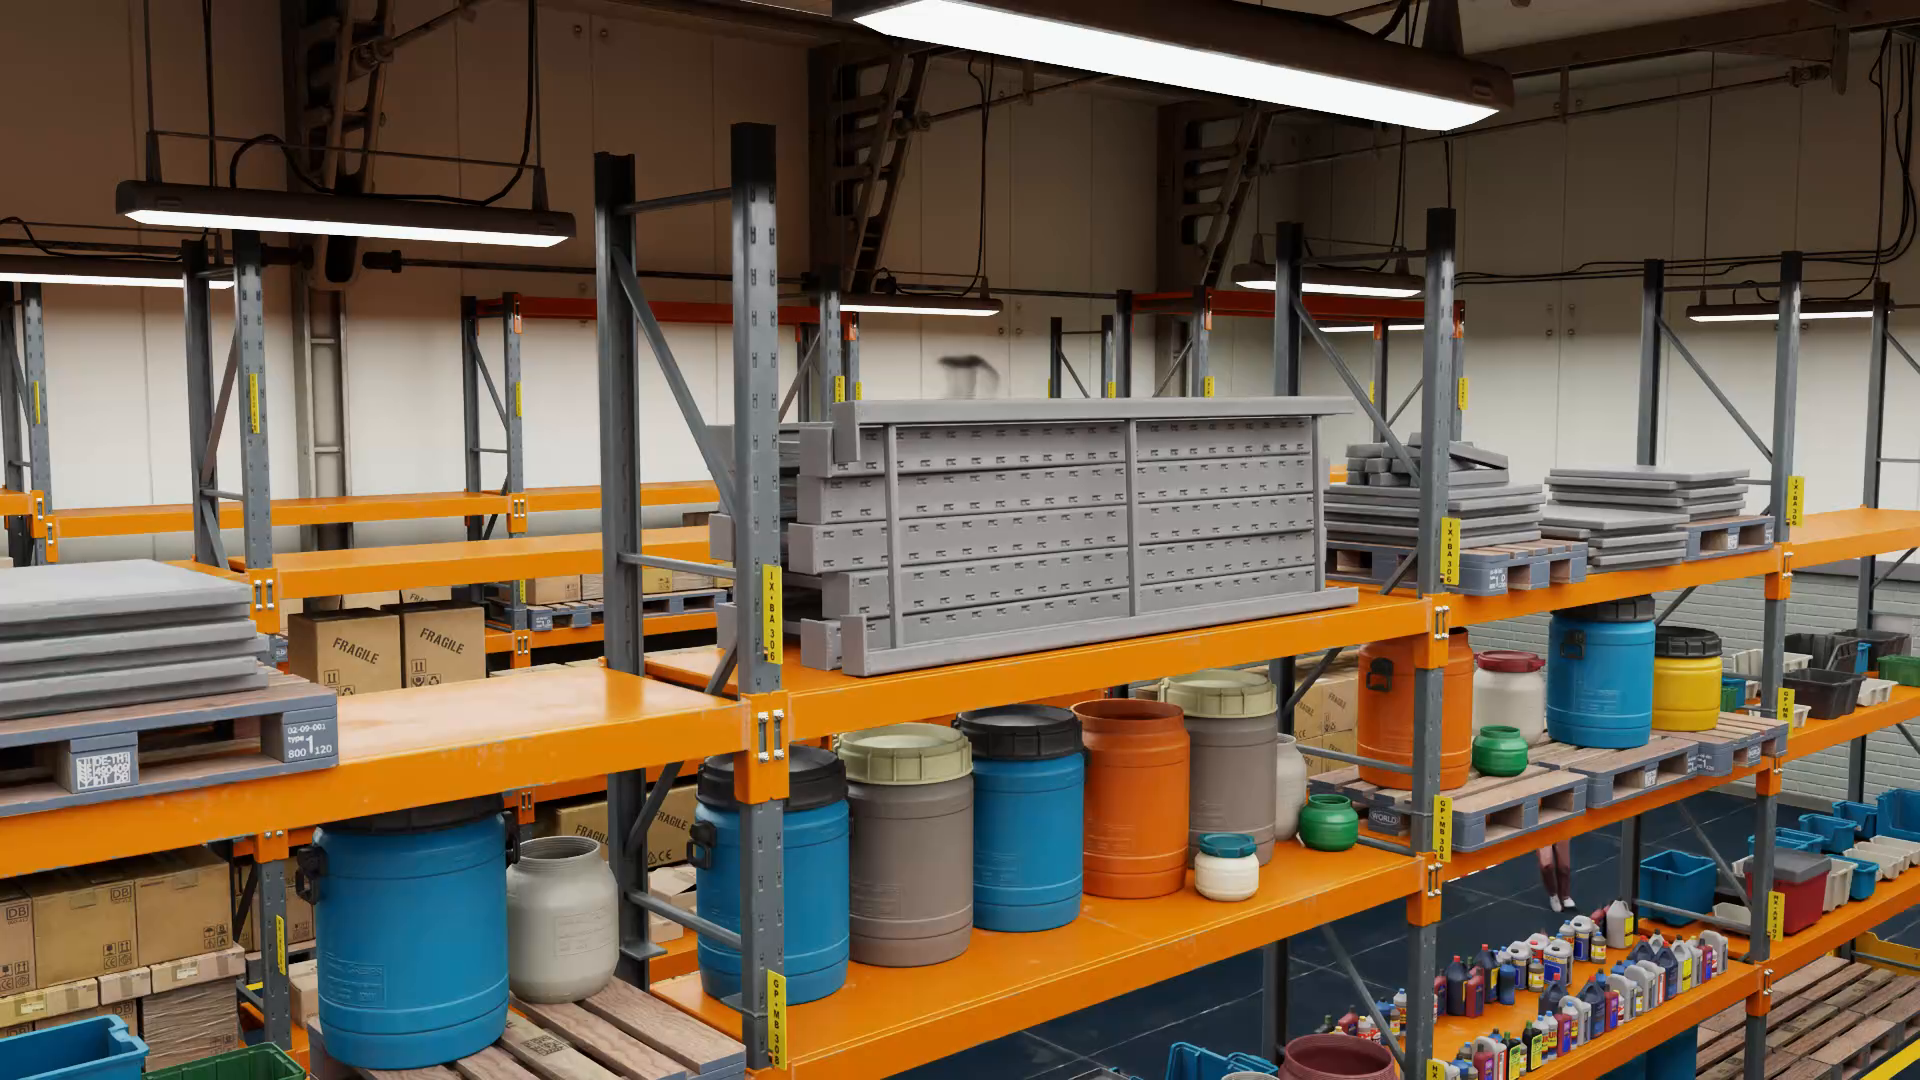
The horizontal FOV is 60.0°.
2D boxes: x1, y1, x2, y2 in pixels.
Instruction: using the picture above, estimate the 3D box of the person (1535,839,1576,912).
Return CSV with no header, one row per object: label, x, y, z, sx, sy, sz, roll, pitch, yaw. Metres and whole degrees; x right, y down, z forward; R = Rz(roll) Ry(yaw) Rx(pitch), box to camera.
person,5.728,2.817,16.247,0.638,1.613,0.606,1,6,12
